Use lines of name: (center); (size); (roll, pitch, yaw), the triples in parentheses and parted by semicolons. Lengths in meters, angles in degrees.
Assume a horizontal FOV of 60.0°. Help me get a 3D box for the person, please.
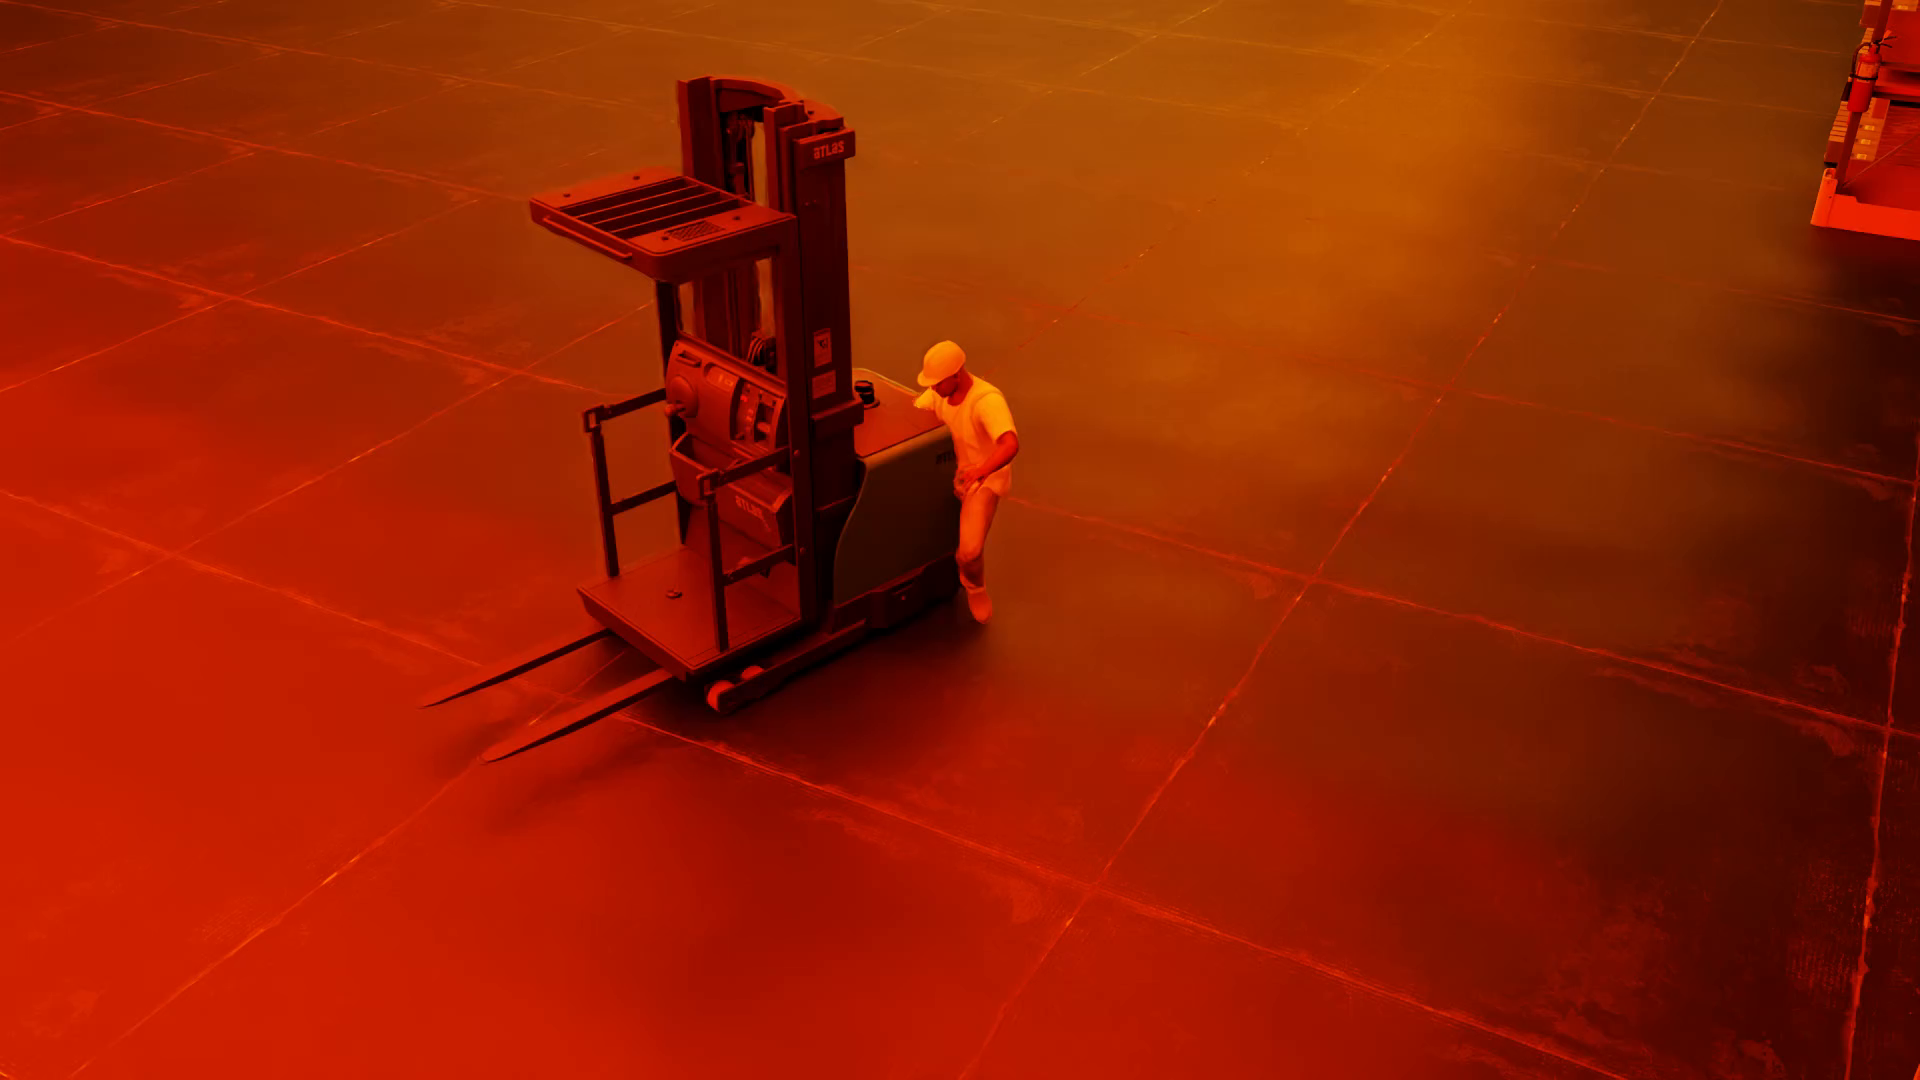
person: (-0.096, -0.311, 9.010); (0.775, 1.536, 1.016); (-23, 37, -34)

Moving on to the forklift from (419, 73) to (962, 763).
forklift: (-1.335, -0.679, 8.248); (3.031, 2.935, 1.130); (-25, 38, -36)
